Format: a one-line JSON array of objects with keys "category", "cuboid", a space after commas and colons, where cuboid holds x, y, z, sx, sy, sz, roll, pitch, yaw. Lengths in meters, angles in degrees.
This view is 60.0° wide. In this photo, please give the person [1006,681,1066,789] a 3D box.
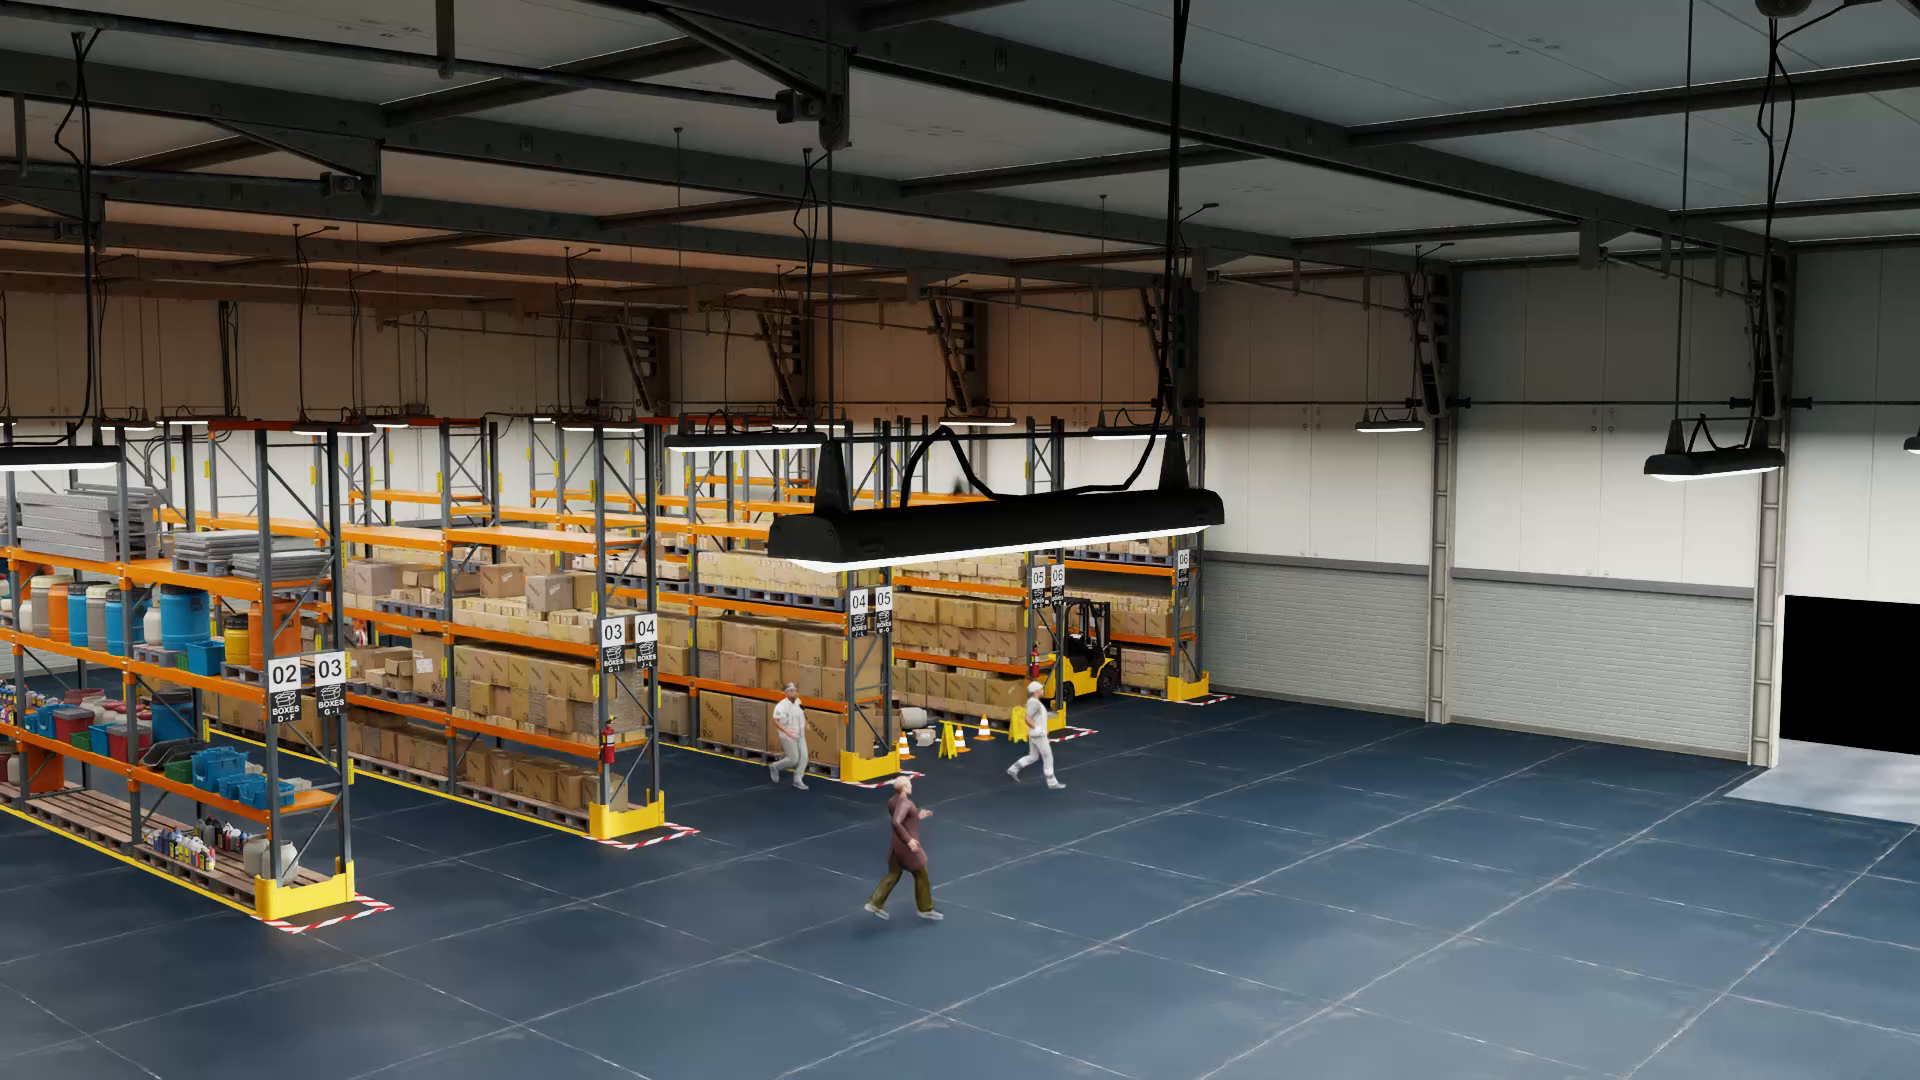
[{"category": "person", "cuboid": [1.244, 3.179, 27.085, 0.980, 1.767, 0.665, 0, 5, -5]}]

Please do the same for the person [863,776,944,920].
[{"category": "person", "cuboid": [-0.679, 3.746, 20.123, 1.007, 1.801, 0.680, -3, 5, -28]}]

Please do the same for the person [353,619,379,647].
[{"category": "person", "cuboid": [-12.669, 2.513, 35.396, 0.781, 1.780, 0.683, 4, 6, 43]}]

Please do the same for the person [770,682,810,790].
[{"category": "person", "cuboid": [-2.758, 3.200, 27.335, 0.675, 1.757, 0.648, 4, 6, 38]}]
